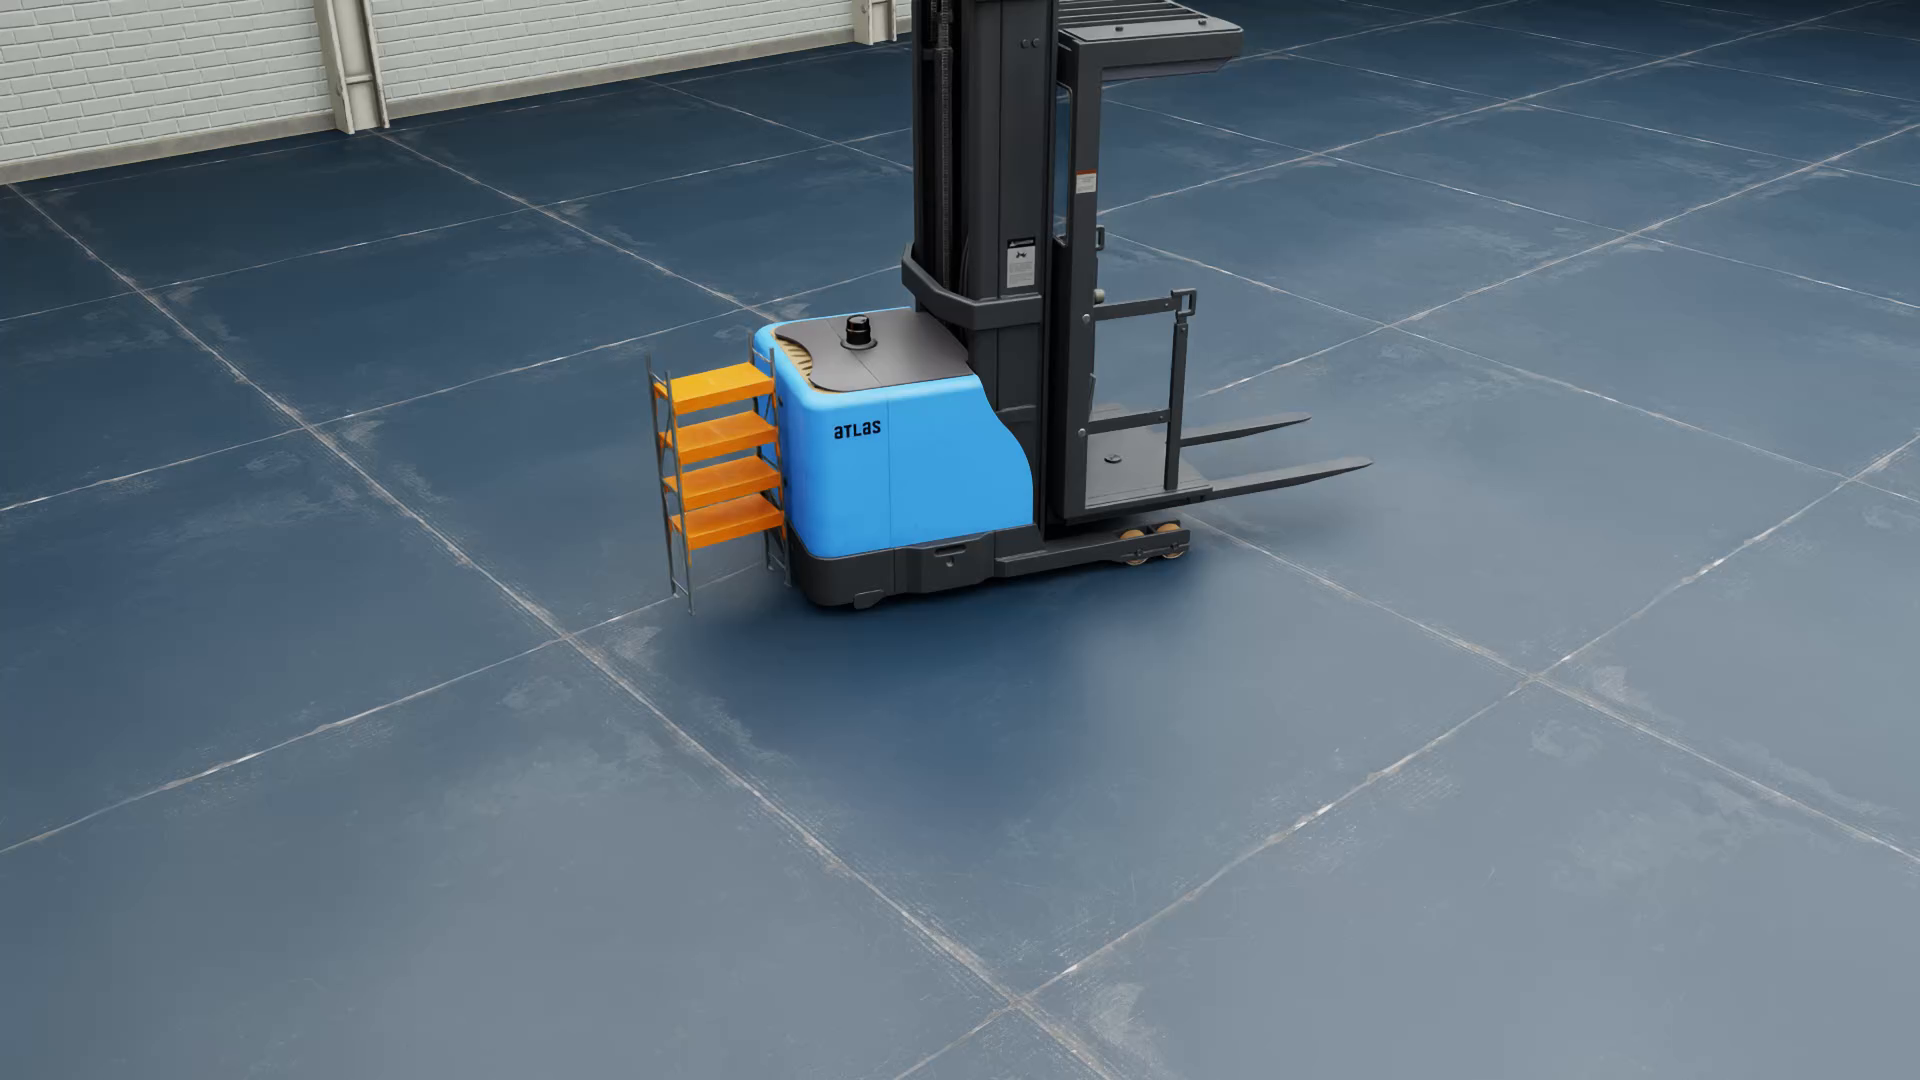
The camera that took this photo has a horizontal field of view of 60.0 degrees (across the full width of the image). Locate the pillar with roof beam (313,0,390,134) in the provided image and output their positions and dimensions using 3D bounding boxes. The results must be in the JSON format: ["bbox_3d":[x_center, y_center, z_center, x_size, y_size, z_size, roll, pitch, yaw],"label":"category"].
[{"bbox_3d":[-2.735,-6.246,10.391,0.400,9.000,9.100,-22,35,-35],"label":"pillar with roof beam"}]

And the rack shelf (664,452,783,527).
[{"bbox_3d":[-1.078,-0.233,7.547,0.480,0.148,0.258,-17,32,-27],"label":"rack shelf"}]

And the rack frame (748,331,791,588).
[{"bbox_3d":[-0.871,-0.355,7.627,0.015,1.200,0.240,-17,32,-27],"label":"rack frame"}]

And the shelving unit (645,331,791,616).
[{"bbox_3d":[-1.079,-0.293,7.515,0.503,1.200,0.258,-17,32,-27],"label":"shelving unit"}]

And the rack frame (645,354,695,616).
[{"bbox_3d":[-1.287,-0.230,7.404,0.015,1.200,0.240,-17,32,-27],"label":"rack frame"}]

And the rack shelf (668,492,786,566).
[{"bbox_3d":[-1.075,-0.058,7.640,0.480,0.148,0.258,-17,32,-27],"label":"rack shelf"}]

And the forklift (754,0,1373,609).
[{"bbox_3d":[0.586,-1.394,7.750,3.031,2.935,1.130,-10,30,-18],"label":"forklift"}]

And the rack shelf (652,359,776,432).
[{"bbox_3d":[-1.085,-0.639,7.331,0.480,0.148,0.258,-17,32,-27],"label":"rack shelf"}]

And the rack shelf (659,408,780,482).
[{"bbox_3d":[-1.082,-0.431,7.442,0.480,0.148,0.258,-17,32,-27],"label":"rack shelf"}]

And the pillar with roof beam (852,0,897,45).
[{"bbox_3d":[1.829,-8.082,13.825,0.400,9.000,9.100,-22,35,-35],"label":"pillar with roof beam"}]
